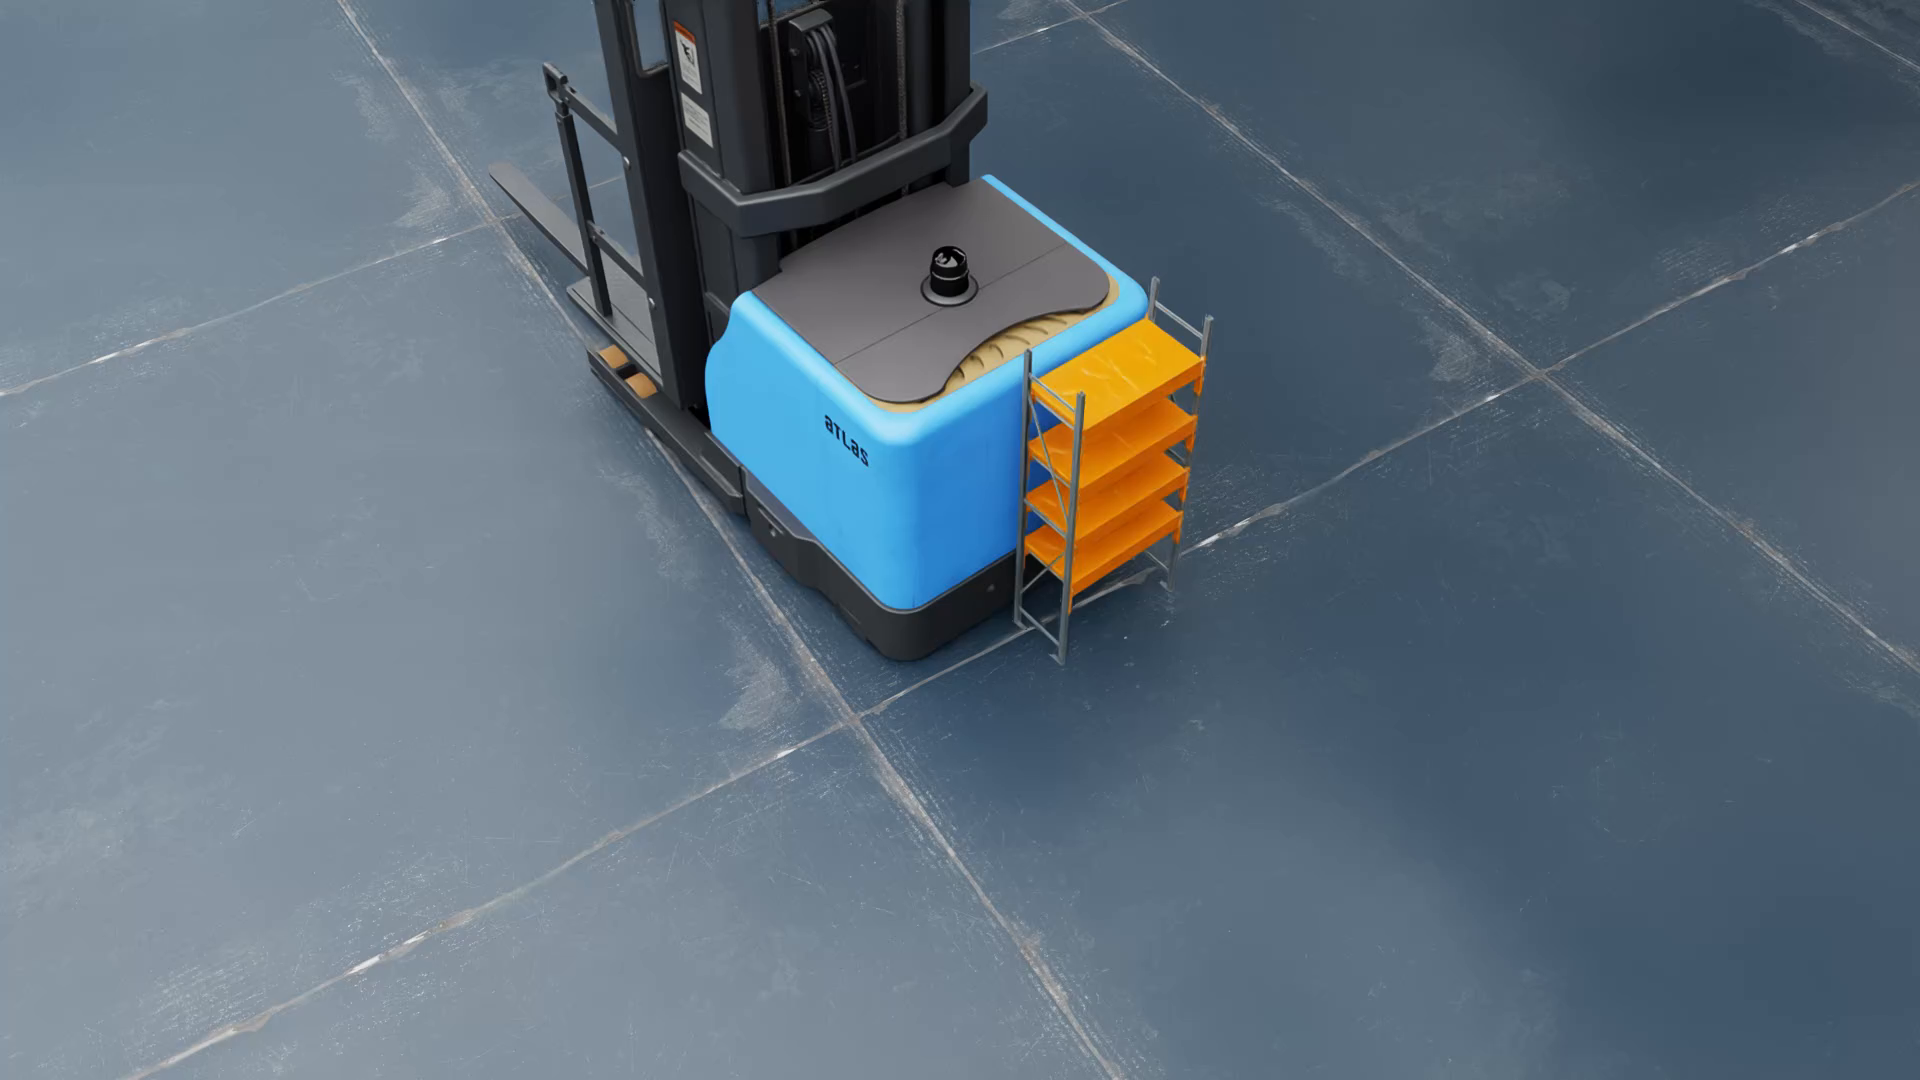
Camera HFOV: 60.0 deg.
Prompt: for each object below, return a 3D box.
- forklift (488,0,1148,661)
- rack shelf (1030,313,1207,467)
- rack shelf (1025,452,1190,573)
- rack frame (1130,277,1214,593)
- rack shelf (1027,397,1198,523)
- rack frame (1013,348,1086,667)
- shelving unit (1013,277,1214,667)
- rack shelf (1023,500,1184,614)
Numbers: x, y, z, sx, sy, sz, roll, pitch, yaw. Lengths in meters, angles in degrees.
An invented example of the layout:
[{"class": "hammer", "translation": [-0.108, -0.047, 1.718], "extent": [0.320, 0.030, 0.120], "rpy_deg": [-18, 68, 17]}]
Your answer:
[{"class": "forklift", "translation": [-0.730, -1.636, 5.244], "extent": [1.130, 2.935, 3.031], "rpy_deg": [-31, 55, -25]}, {"class": "rack shelf", "translation": [0.448, -0.439, 4.811], "extent": [0.480, 0.148, 0.258], "rpy_deg": [-31, 55, -25]}, {"class": "rack shelf", "translation": [0.448, -0.133, 5.155], "extent": [0.480, 0.148, 0.258], "rpy_deg": [-31, 55, -25]}, {"class": "rack frame", "translation": [0.637, -0.293, 5.207], "extent": [0.015, 1.200, 0.240], "rpy_deg": [-31, 55, -25]}, {"class": "rack shelf", "translation": [0.448, -0.281, 4.988], "extent": [0.480, 0.148, 0.258], "rpy_deg": [-31, 55, -25]}, {"class": "rack frame", "translation": [0.259, -0.062, 5.002], "extent": [0.015, 1.200, 0.240], "rpy_deg": [-31, 55, -25]}, {"class": "shelving unit", "translation": [0.448, -0.177, 5.105], "extent": [0.503, 1.200, 0.258], "rpy_deg": [-31, 55, -25]}, {"class": "rack shelf", "translation": [0.448, -0.001, 5.303], "extent": [0.480, 0.148, 0.258], "rpy_deg": [-31, 55, -25]}]
